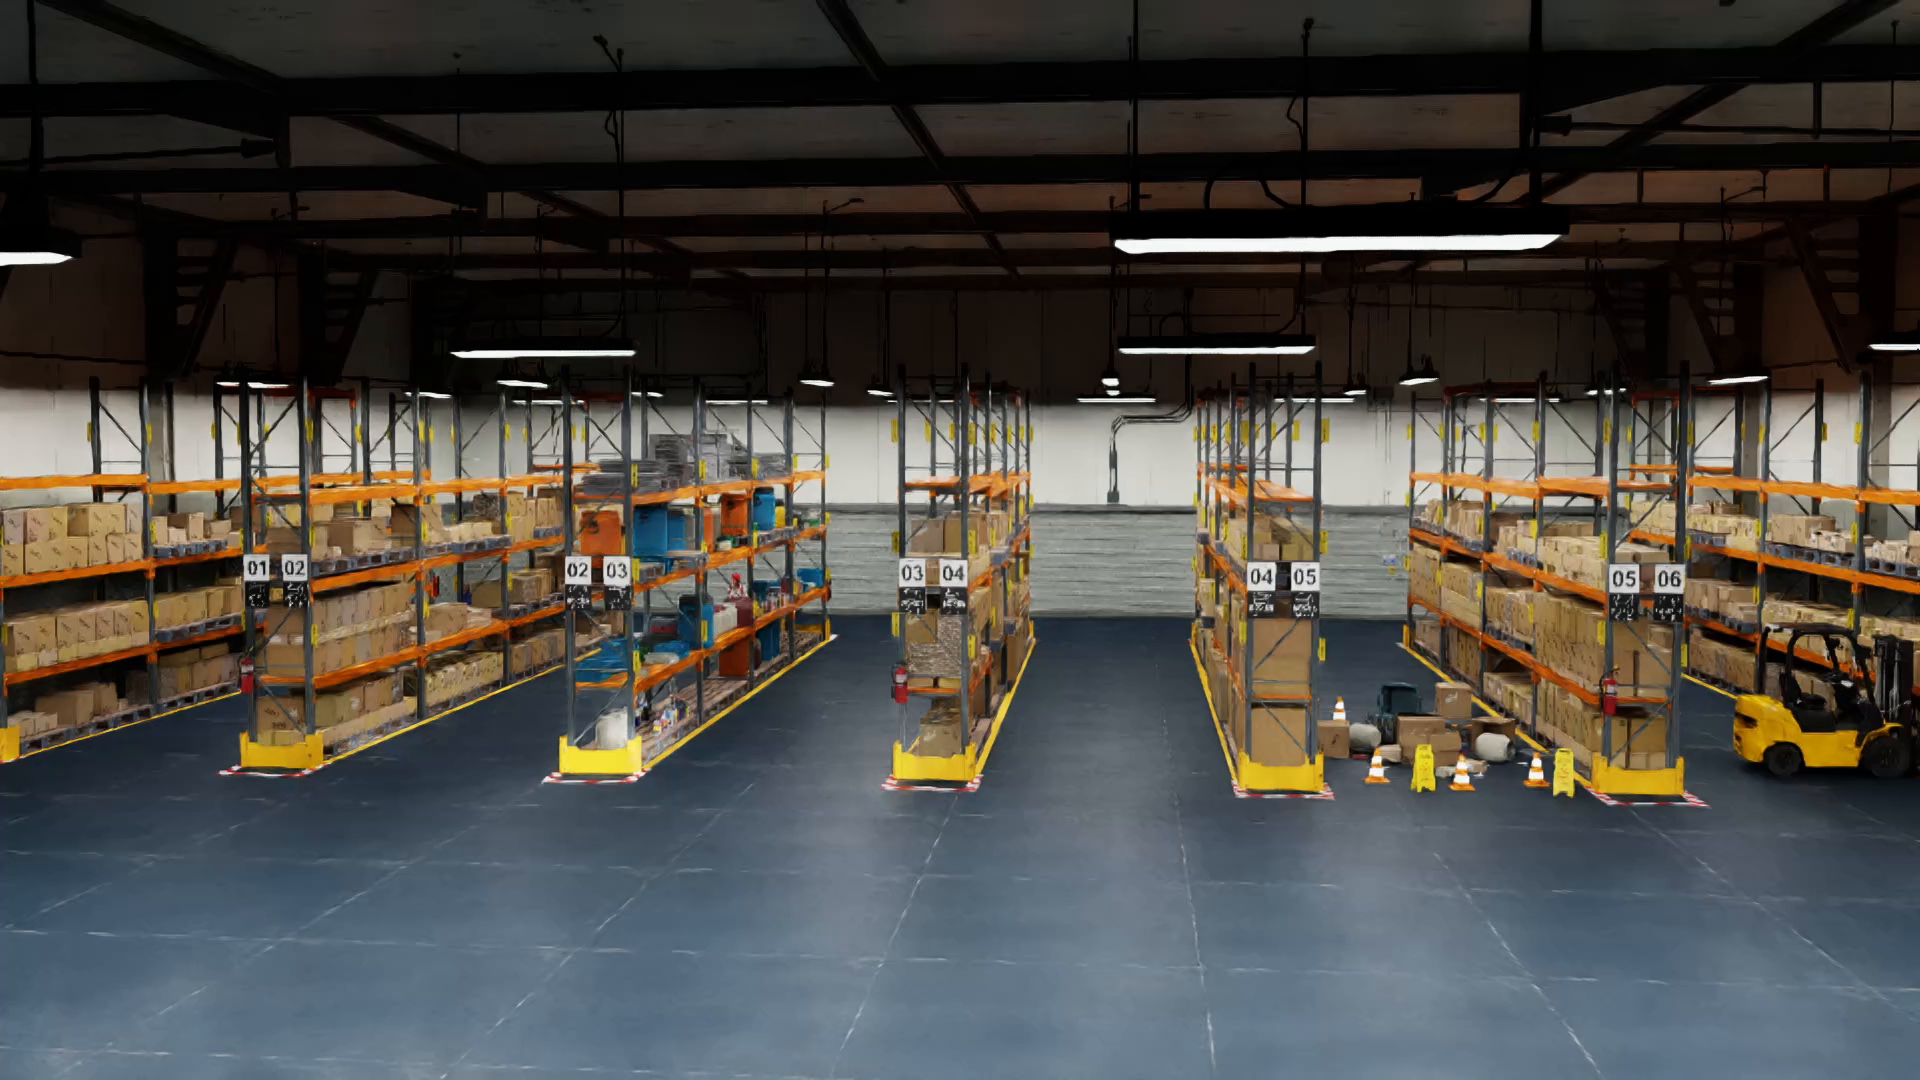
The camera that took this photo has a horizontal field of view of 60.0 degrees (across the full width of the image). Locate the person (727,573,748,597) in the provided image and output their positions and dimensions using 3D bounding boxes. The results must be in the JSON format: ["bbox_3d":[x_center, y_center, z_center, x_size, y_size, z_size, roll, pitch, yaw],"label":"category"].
[{"bbox_3d":[-5.251,1.623,39.063,0.551,1.706,1.107,0,4,4],"label":"person"}]

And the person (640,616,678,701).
[{"bbox_3d":[-5.564,2.201,30.926,0.445,1.603,1.019,1,4,15],"label":"person"}]

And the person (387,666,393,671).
[{"bbox_3d":[-11.123,2.078,32.470,0.449,1.668,0.530,-2,4,-26],"label":"person"}]

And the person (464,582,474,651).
[{"bbox_3d":[-11.297,1.756,38.233,0.592,1.604,0.518,0,4,3],"label":"person"}]
